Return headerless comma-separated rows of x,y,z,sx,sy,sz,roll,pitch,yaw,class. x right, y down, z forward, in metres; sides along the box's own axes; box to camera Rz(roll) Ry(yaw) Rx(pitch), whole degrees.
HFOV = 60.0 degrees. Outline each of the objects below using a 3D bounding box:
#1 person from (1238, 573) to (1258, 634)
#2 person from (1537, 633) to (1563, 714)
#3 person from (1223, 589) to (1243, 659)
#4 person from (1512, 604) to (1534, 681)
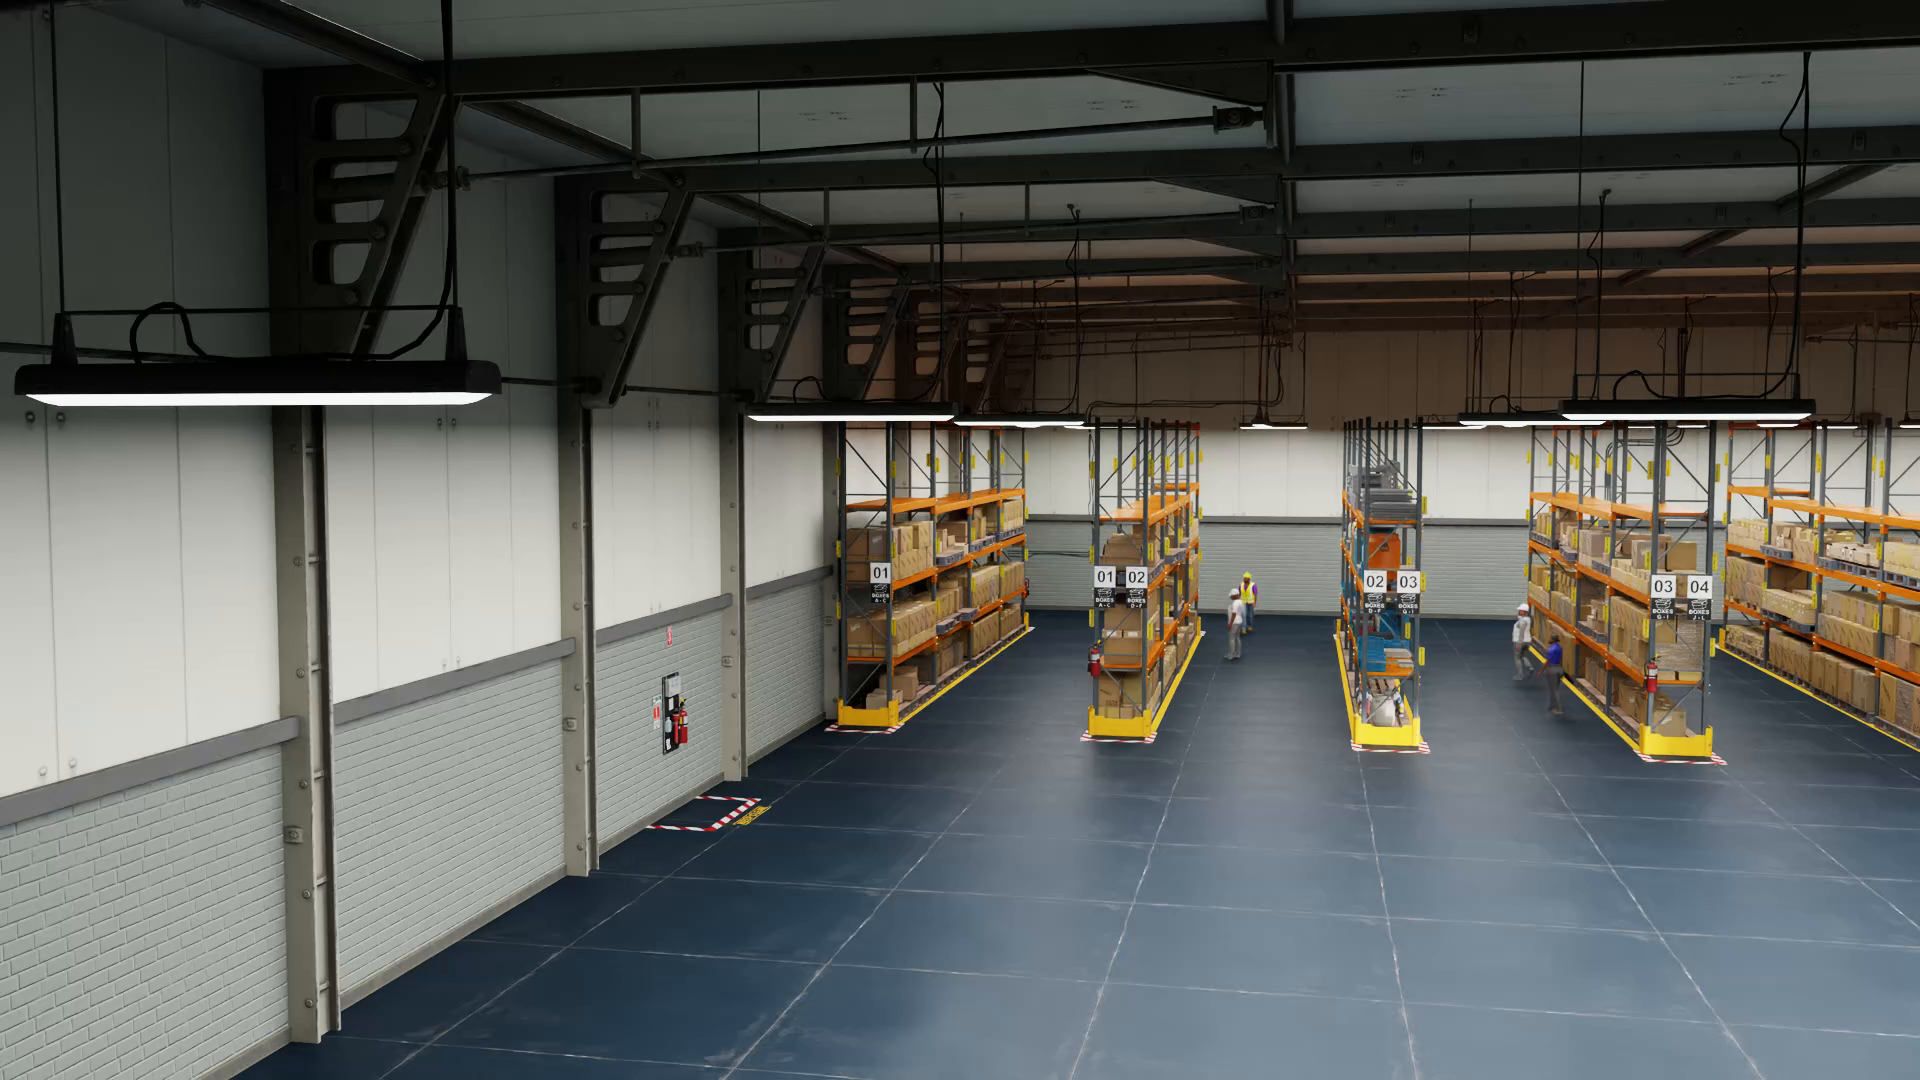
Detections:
8.178,1.801,47.238,0.544,1.724,1.031,1,4,10,person
12.026,2.742,33.768,0.577,1.696,0.662,-2,4,-27,person
6.897,2.115,42.010,0.447,1.773,0.617,2,4,28,person
12.918,2.343,38.128,0.513,1.766,0.523,-2,4,-28,person
